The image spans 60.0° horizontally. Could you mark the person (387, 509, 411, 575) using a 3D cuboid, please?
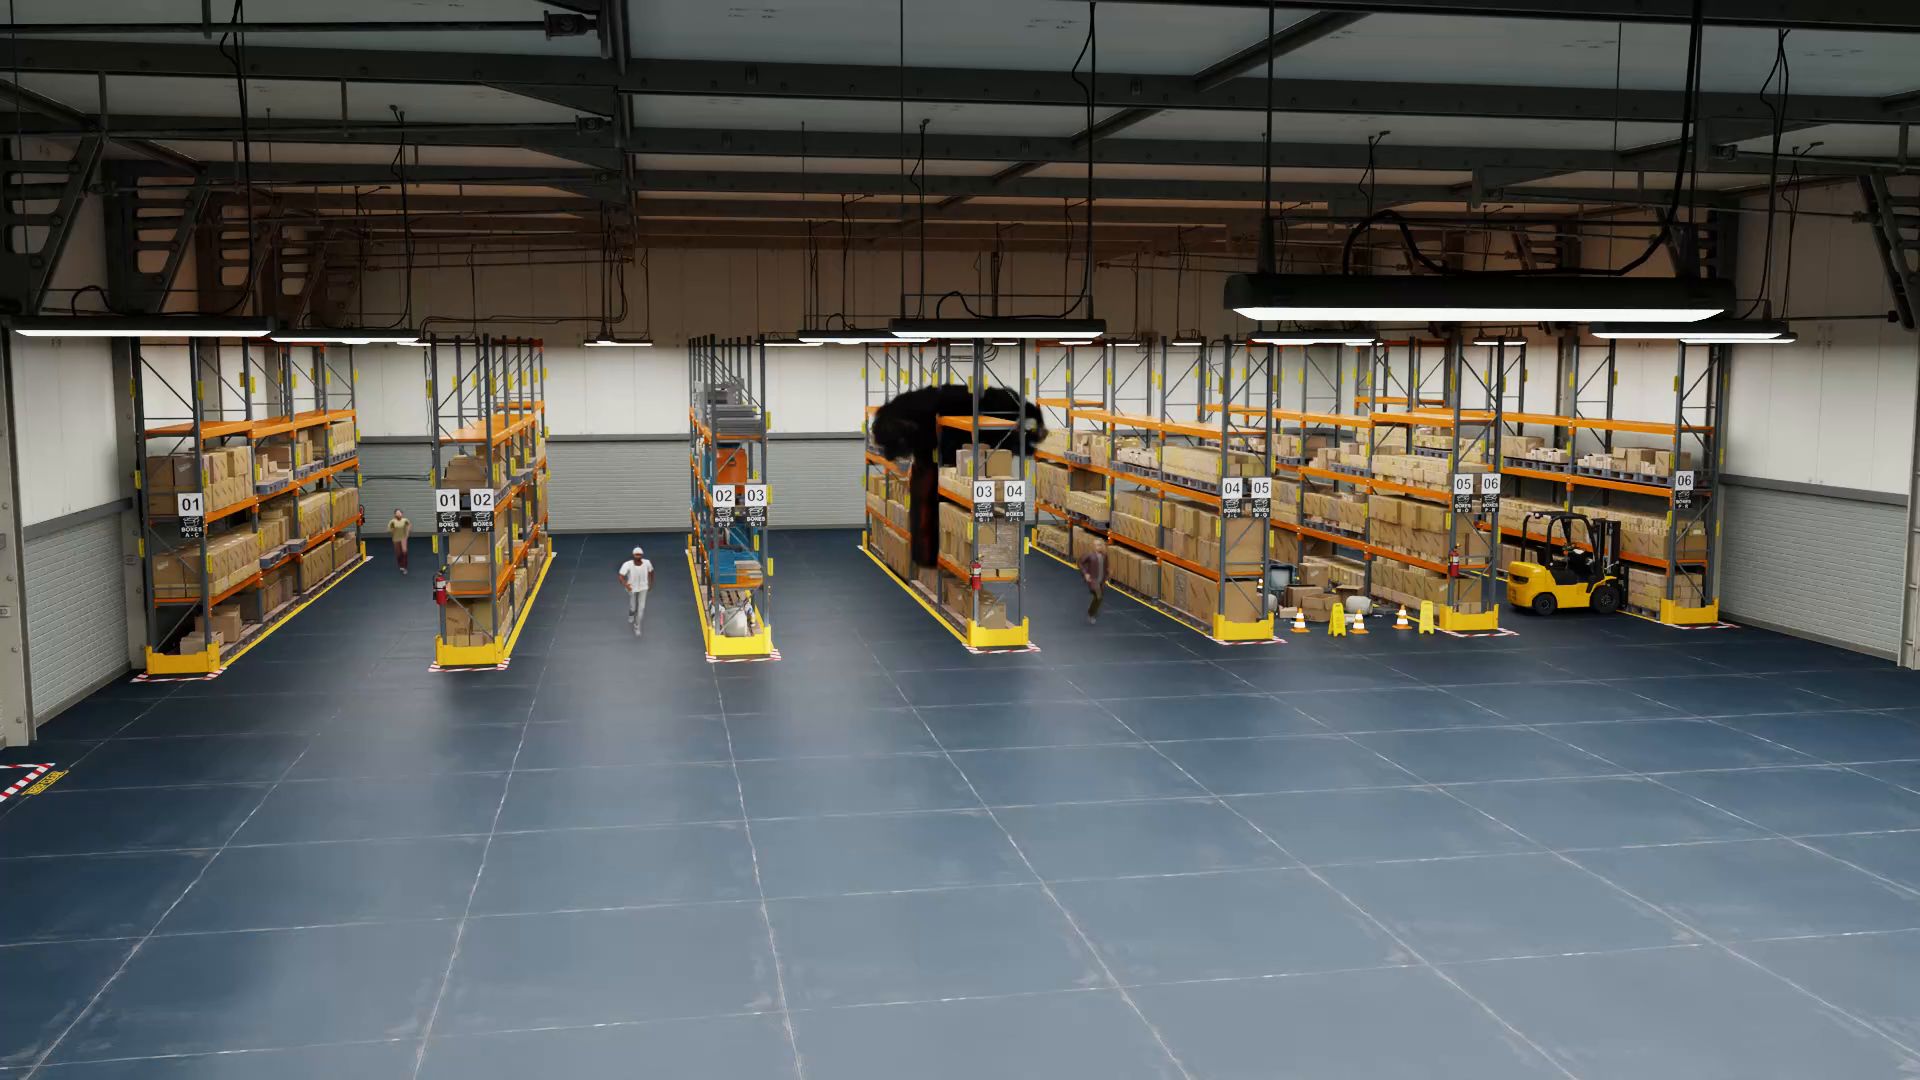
[{"bbox_3d":[-14.335,0.039,42.521,0.560,1.687,0.764,-2,7,-16],"label":"person"}]

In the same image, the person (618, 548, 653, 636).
[{"bbox_3d":[-6.549,1.013,33.704,0.727,1.750,0.871,-3,7,-23],"label":"person"}]

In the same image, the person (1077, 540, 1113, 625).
[{"bbox_3d":[2.853,0.888,34.654,0.679,1.784,0.753,-4,8,-33],"label":"person"}]
